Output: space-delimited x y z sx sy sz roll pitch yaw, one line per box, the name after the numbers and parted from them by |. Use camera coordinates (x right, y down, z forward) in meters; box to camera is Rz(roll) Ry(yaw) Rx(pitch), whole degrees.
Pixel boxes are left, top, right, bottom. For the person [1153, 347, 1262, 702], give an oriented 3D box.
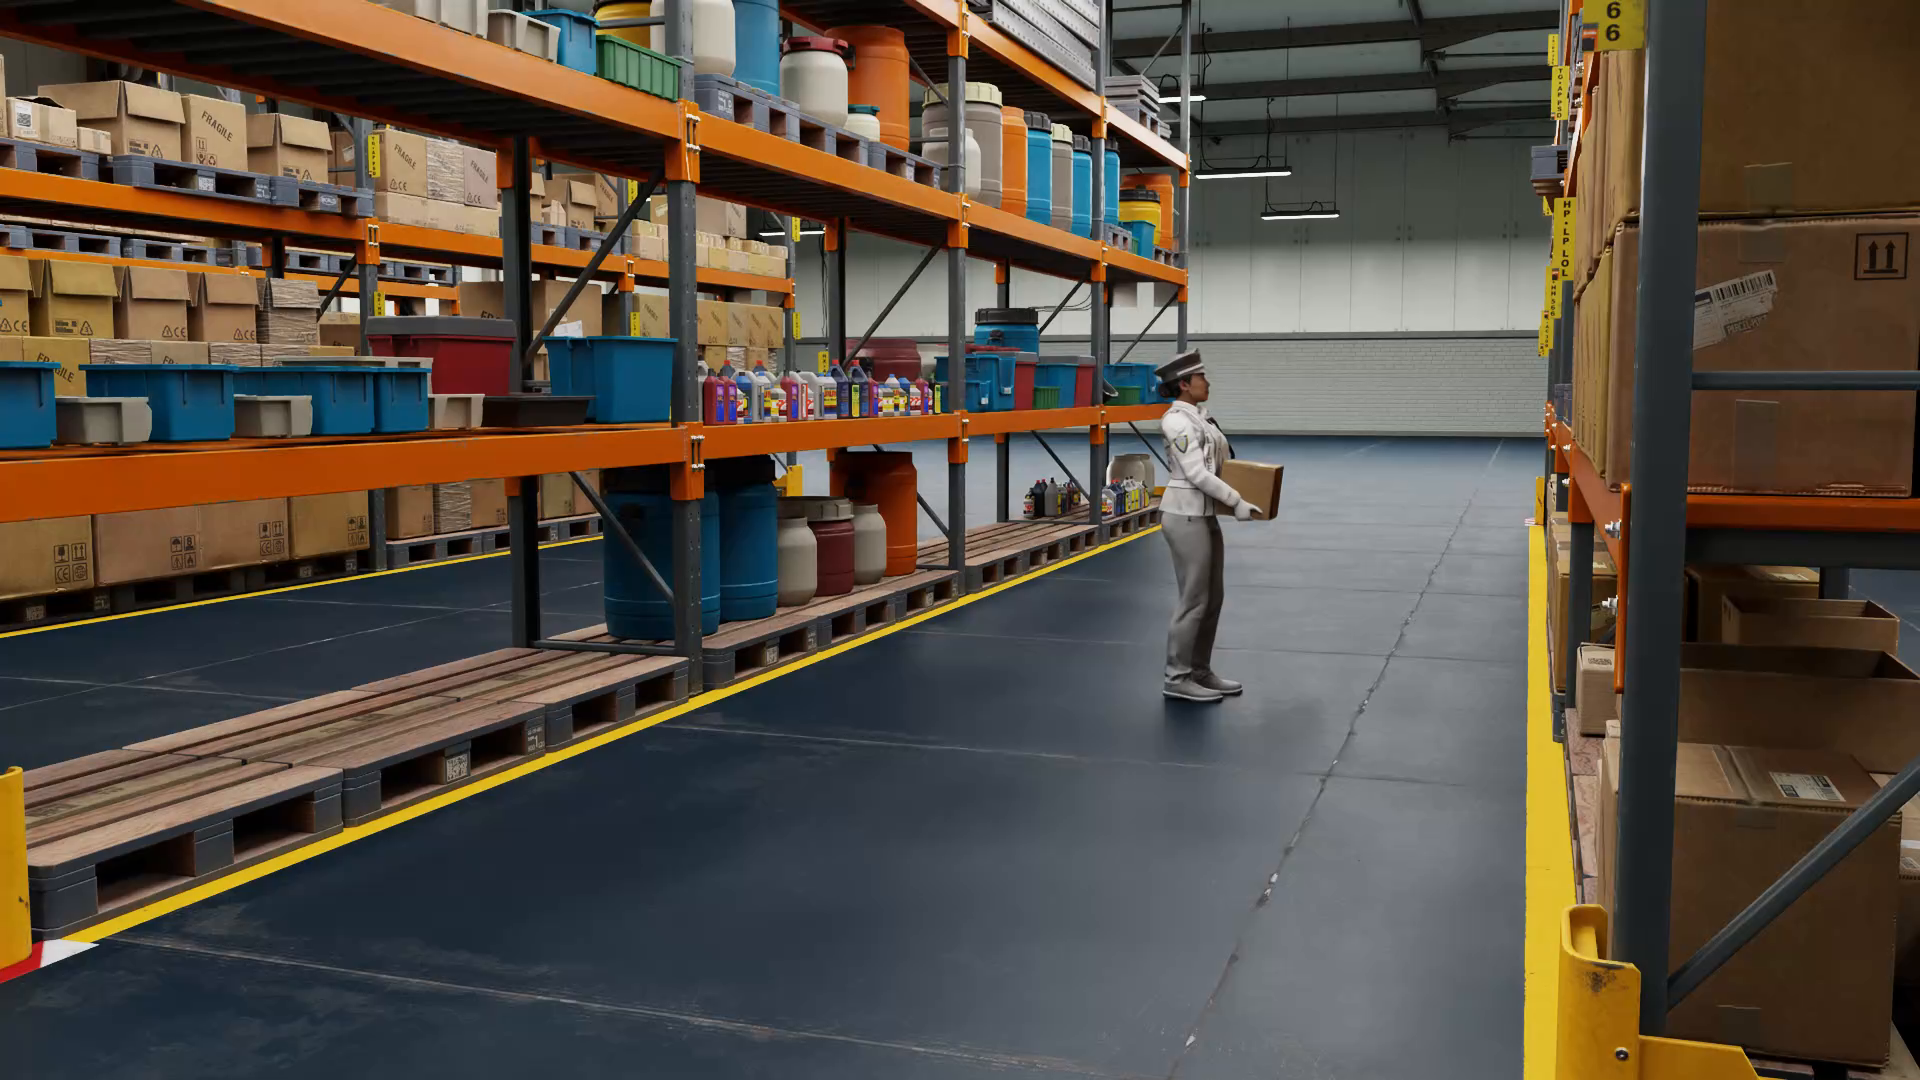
1.196 -0.082 8.000 0.560 1.686 0.459 2 6 20 | person
